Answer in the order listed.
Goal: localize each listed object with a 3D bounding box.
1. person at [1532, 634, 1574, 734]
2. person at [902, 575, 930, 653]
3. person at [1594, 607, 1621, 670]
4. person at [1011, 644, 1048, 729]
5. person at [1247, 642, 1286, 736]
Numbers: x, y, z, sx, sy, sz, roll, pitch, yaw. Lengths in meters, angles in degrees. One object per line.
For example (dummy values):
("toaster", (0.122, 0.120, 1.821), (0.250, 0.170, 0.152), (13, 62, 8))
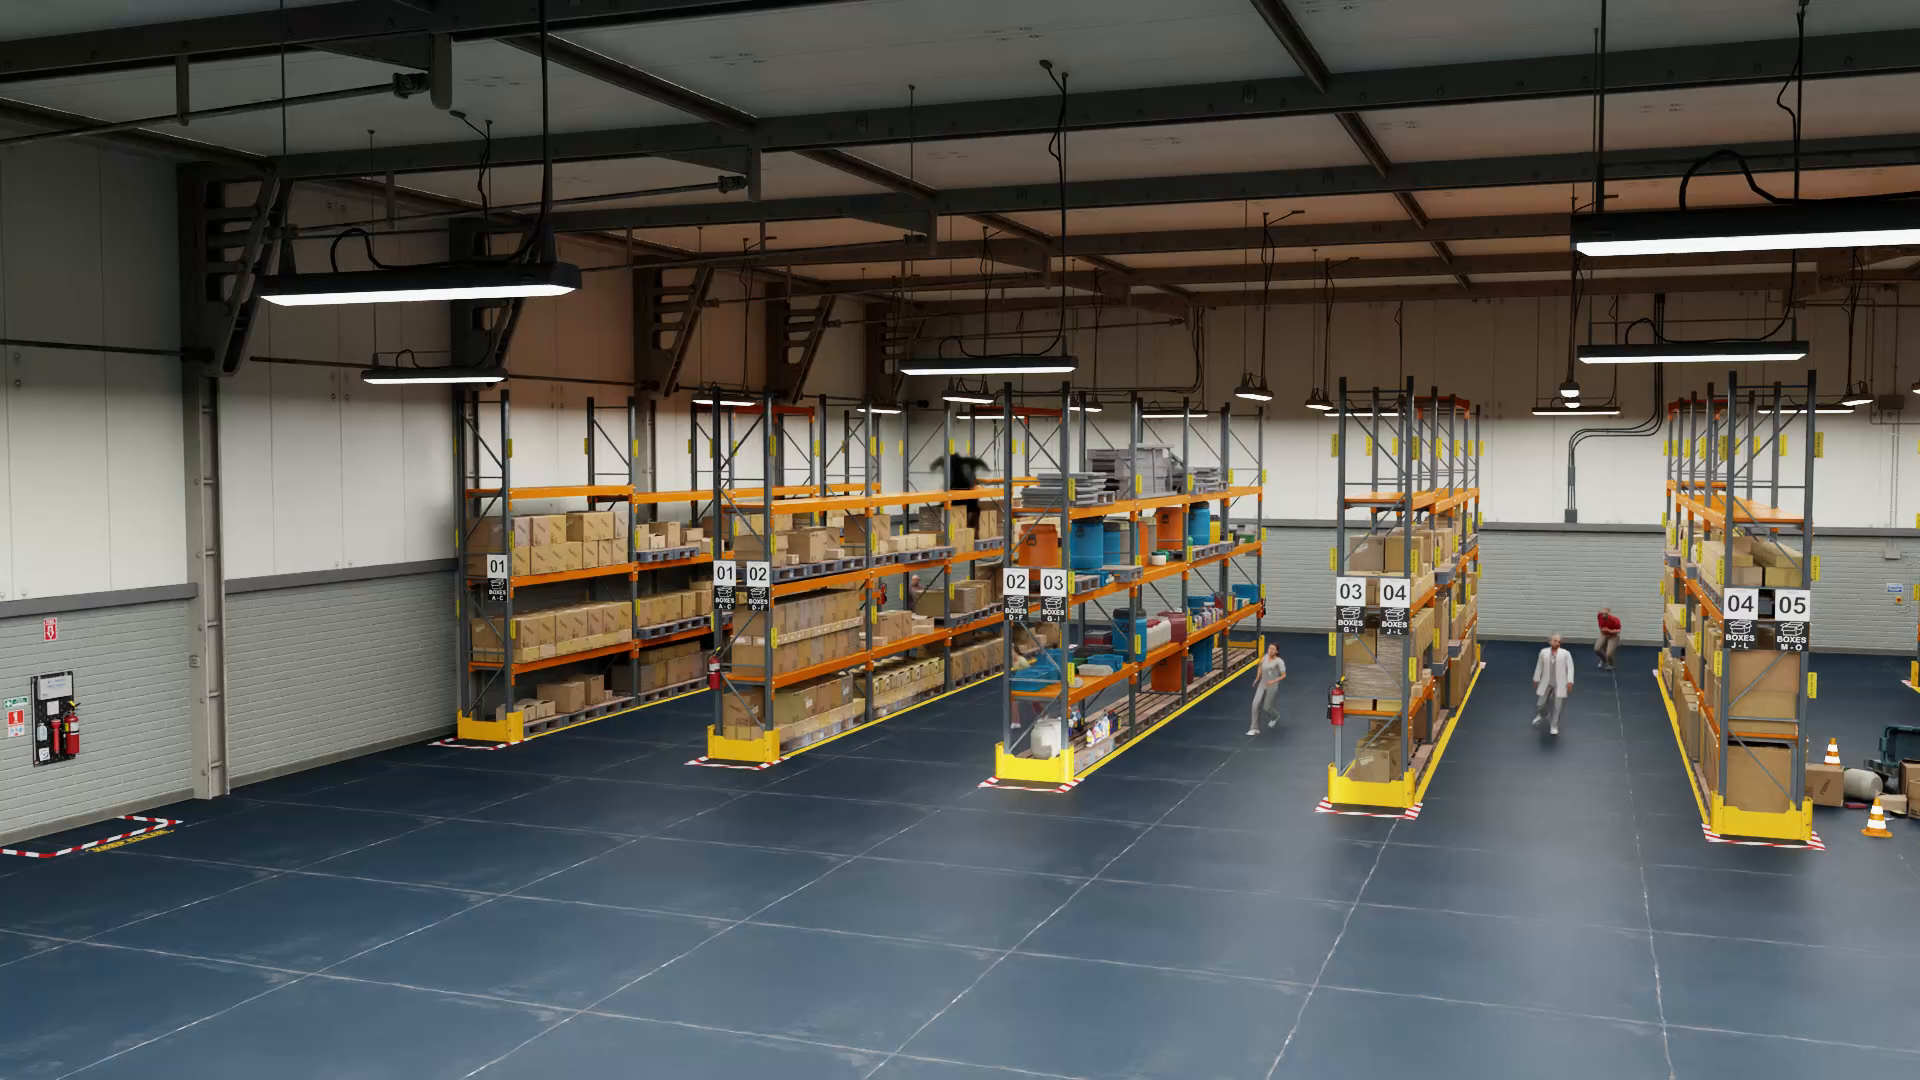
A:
("person", (10.426, 2.515, 29.207), (0.754, 1.751, 0.716), (2, 4, 29))
("person", (-1.021, 1.730, 38.622), (0.664, 1.838, 0.837), (1, 3, 22))
("person", (14.540, 2.210, 37.345), (0.918, 1.467, 0.694), (-3, 4, -43))
("person", (1.209, 2.588, 29.652), (1.071, 1.511, 0.596), (-3, 4, -41))
("person", (5.432, 2.584, 29.064), (0.612, 1.628, 0.856), (3, 4, 40))
